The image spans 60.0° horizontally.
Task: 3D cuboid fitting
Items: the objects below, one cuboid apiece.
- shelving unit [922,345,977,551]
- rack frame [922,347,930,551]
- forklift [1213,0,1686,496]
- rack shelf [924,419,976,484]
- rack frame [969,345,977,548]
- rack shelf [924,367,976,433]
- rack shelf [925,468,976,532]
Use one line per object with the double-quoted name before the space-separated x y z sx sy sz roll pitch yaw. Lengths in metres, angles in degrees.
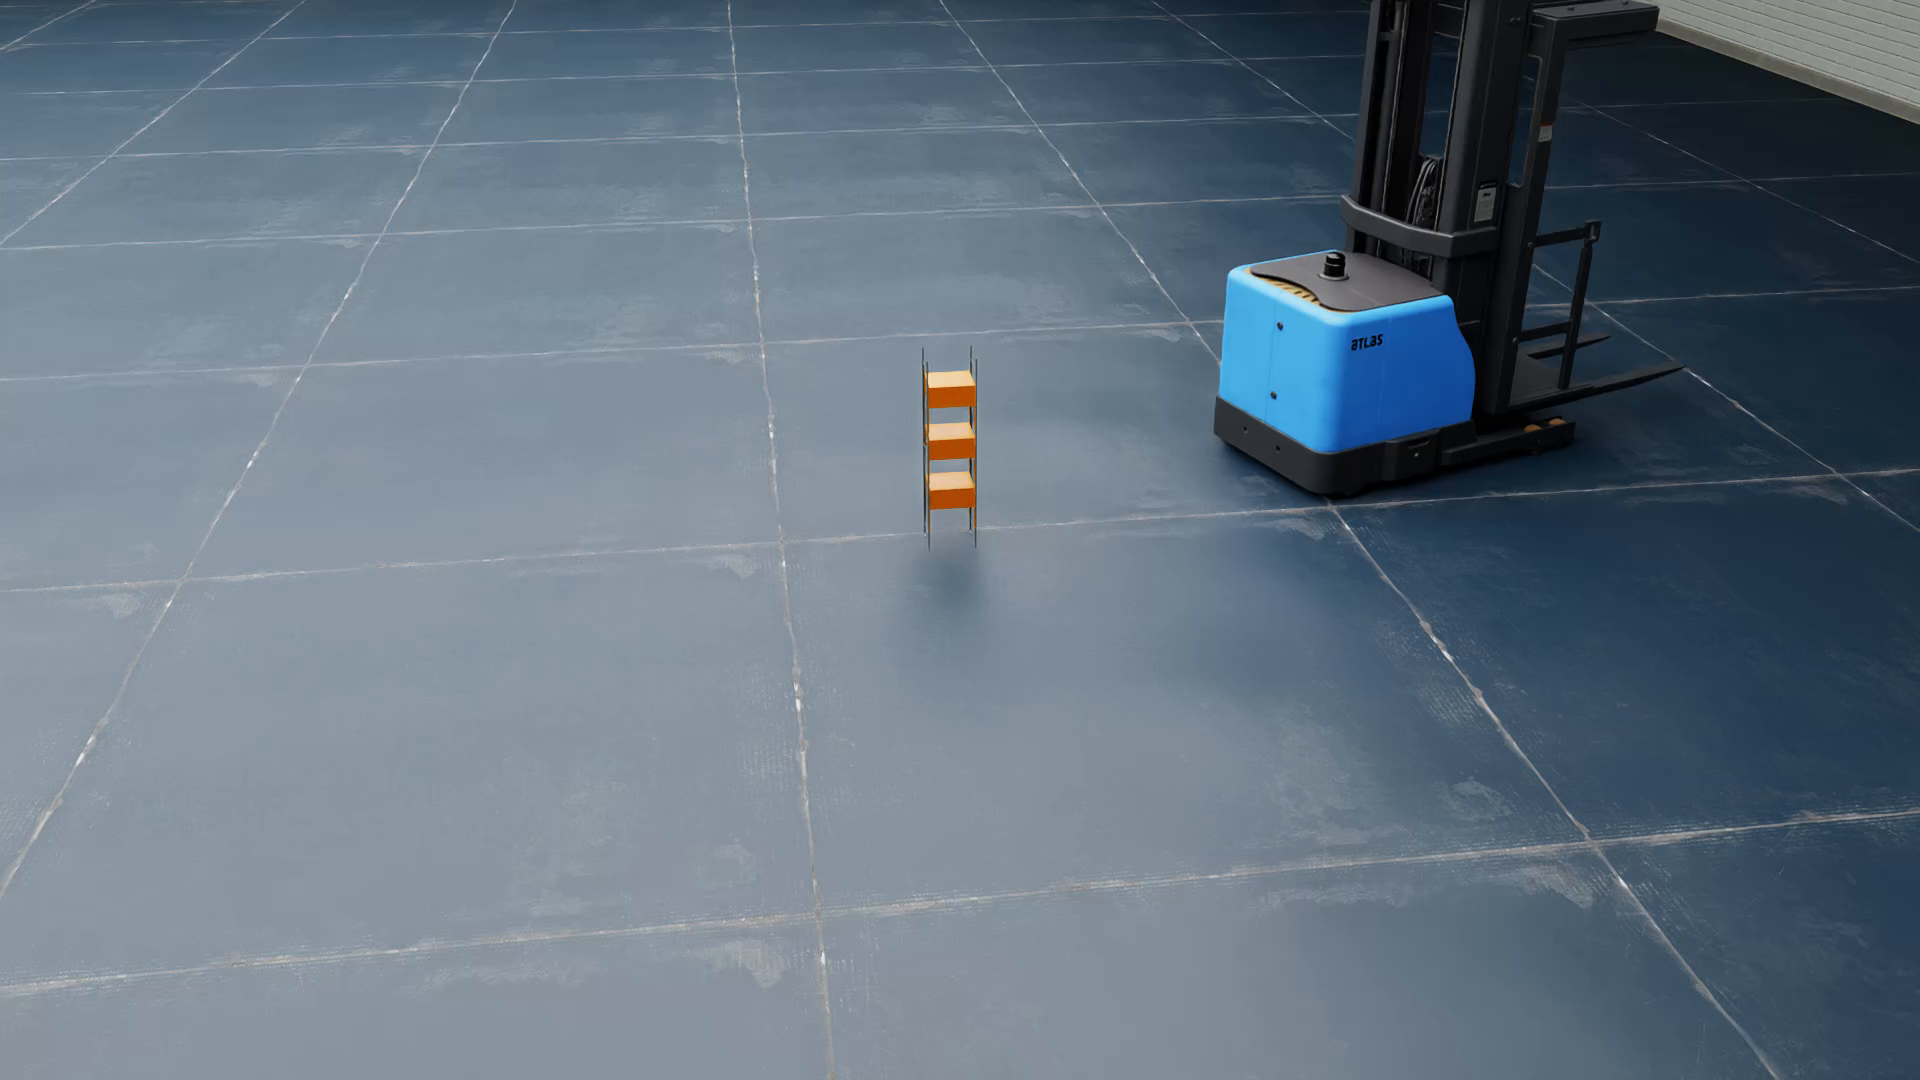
"shelving unit" -0.053 -0.464 8.504 0.252 1.050 0.215 -4 27 -7
"rack frame" -0.174 -0.456 8.489 0.008 1.050 0.200 -4 27 -7
"forklift" 3.045 -2.009 9.454 3.031 2.935 1.130 -14 30 -25
"rack shelf" -0.053 -0.454 8.509 0.240 0.259 0.215 -4 27 -7
"rack frame" 0.068 -0.471 8.519 0.008 1.050 0.200 -4 27 -7
"rack shelf" -0.053 -0.707 8.379 0.240 0.259 0.215 -4 27 -7
"rack shelf" -0.053 -0.207 8.635 0.240 0.259 0.215 -4 27 -7
